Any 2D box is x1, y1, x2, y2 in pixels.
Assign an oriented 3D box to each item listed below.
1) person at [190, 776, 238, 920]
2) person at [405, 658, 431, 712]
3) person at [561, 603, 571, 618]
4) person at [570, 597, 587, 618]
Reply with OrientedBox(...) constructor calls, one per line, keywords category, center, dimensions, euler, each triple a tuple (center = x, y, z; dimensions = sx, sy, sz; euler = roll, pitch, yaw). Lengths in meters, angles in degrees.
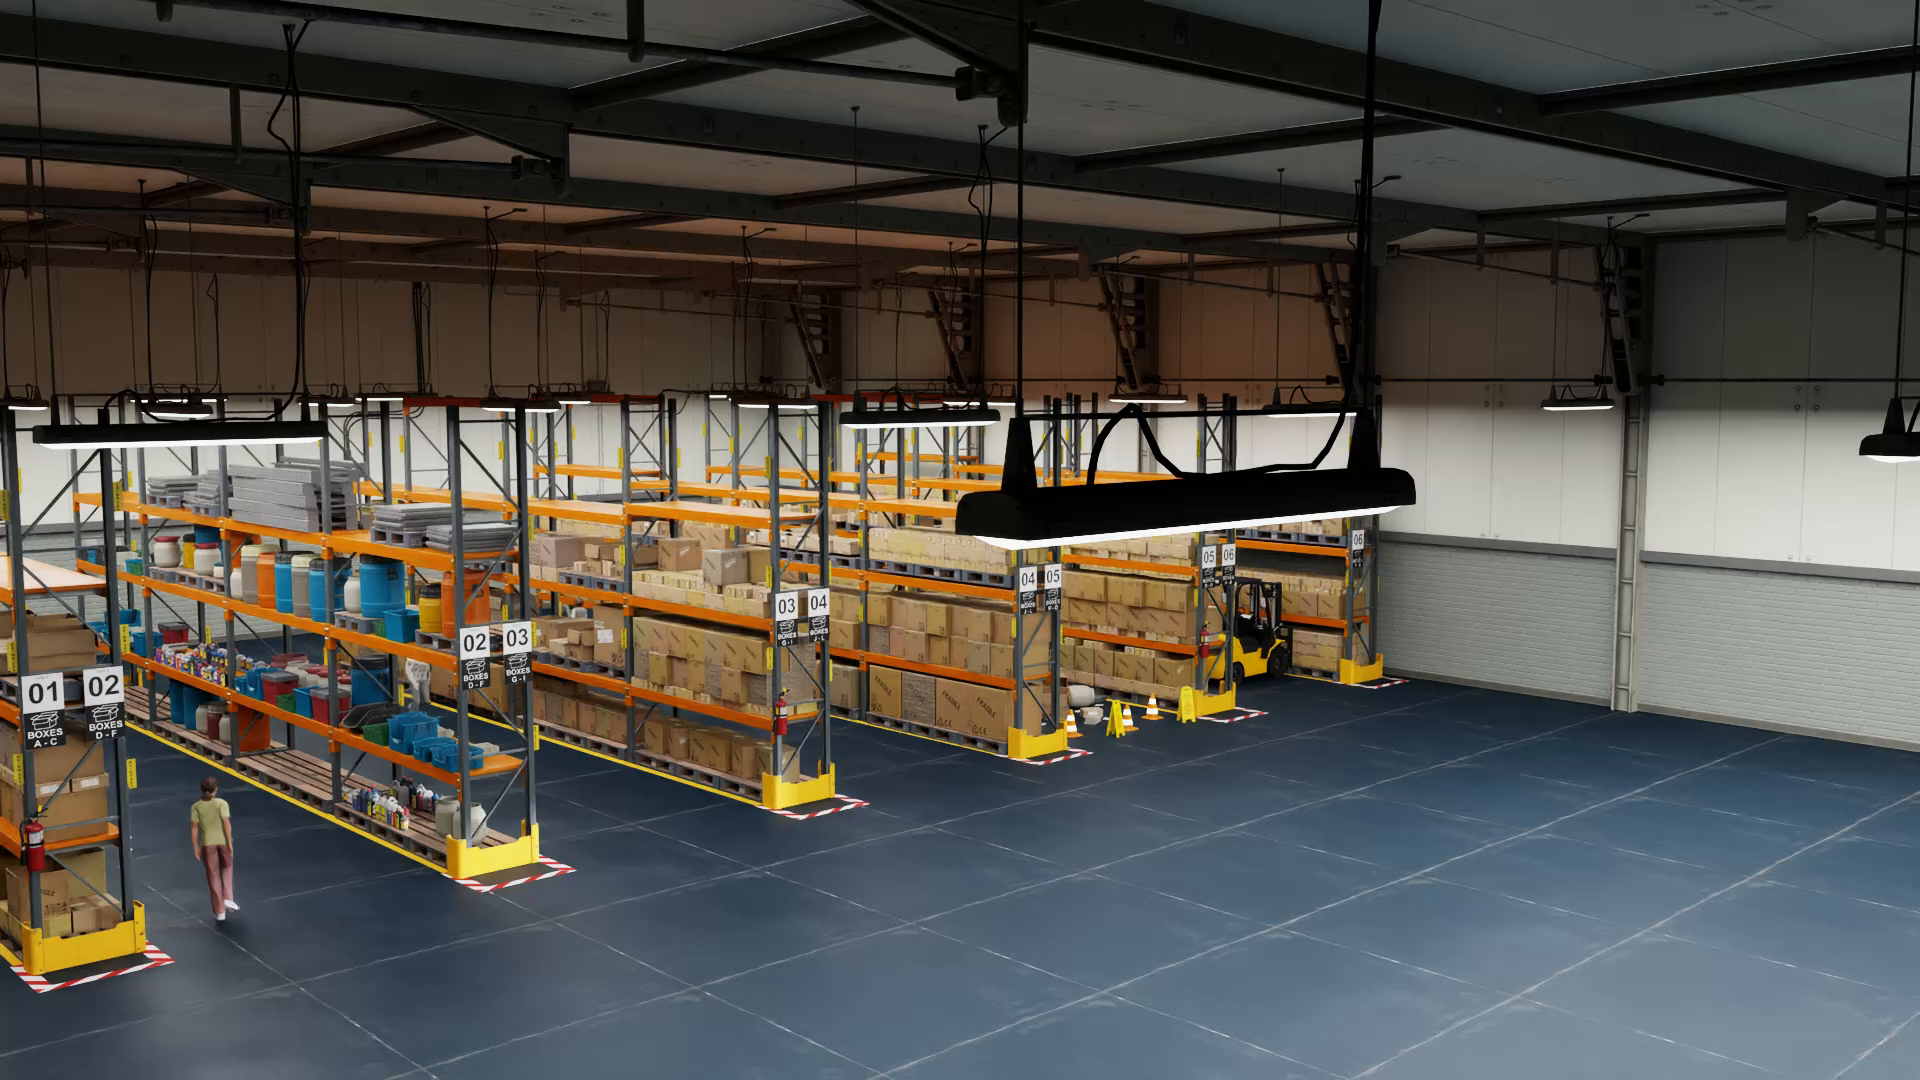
OrientedBox(category="person", center=(-8.757, 3.607, 19.524), dimensions=(0.479, 1.654, 0.515), euler=(-3, 6, -30))
OrientedBox(category="person", center=(-10.006, 2.578, 30.573), dimensions=(0.563, 1.636, 0.563), euler=(4, 7, 39))
OrientedBox(category="person", center=(-9.812, 1.506, 41.451), dimensions=(0.914, 1.672, 0.514), euler=(1, 6, 13))
OrientedBox(category="person", center=(-8.331, 2.036, 36.118), dimensions=(0.511, 1.602, 0.357), euler=(-5, 7, -40))
